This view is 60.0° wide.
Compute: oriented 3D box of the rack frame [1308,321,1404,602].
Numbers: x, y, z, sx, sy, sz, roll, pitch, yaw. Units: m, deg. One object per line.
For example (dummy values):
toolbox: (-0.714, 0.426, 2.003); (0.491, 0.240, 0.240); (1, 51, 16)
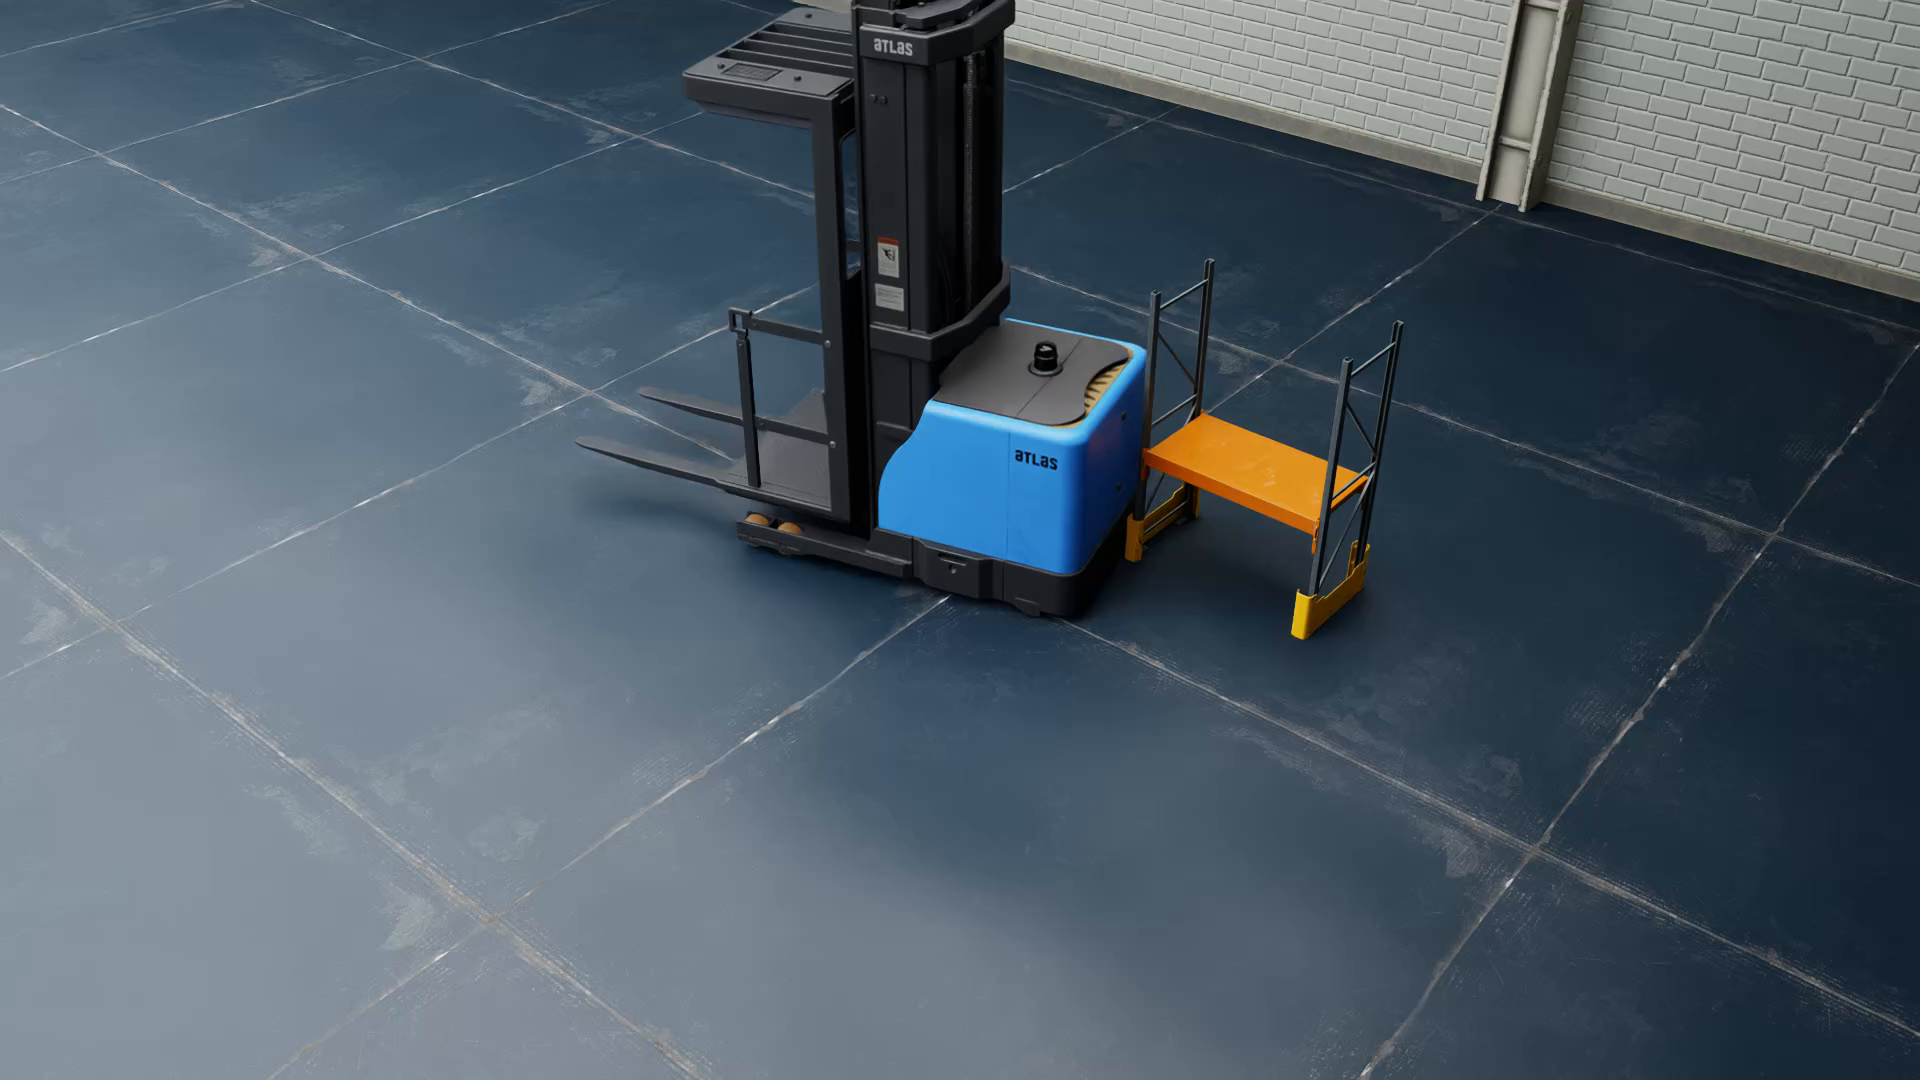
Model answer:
rack frame: (1.839, -0.266, 7.812); (0.032, 1.500, 0.500); (26, 42, 32)

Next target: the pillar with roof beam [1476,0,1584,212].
pillar with roof beam: (1.362, -4.392, 7.196); (0.400, 9.000, 9.100); (25, 42, 32)

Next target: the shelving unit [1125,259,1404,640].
shelving unit: (1.446, -0.456, 8.089); (1.083, 1.500, 0.587); (26, 42, 32)

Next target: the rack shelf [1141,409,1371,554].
rack shelf: (1.453, -0.305, 8.186); (1.000, 0.185, 0.538); (26, 42, 32)

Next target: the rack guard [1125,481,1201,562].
rack guard: (1.067, -0.124, 8.710); (0.087, 0.250, 0.587); (26, 42, 32)

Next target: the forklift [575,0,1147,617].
forklift: (-0.605, -1.384, 8.177); (3.031, 2.935, 1.130); (14, 37, 20)

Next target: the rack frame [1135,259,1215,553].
rack frame: (1.066, -0.640, 8.357); (0.032, 1.500, 0.500); (26, 42, 32)

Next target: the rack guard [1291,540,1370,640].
rack guard: (1.824, 0.242, 8.177); (0.087, 0.250, 0.587); (26, 42, 32)
